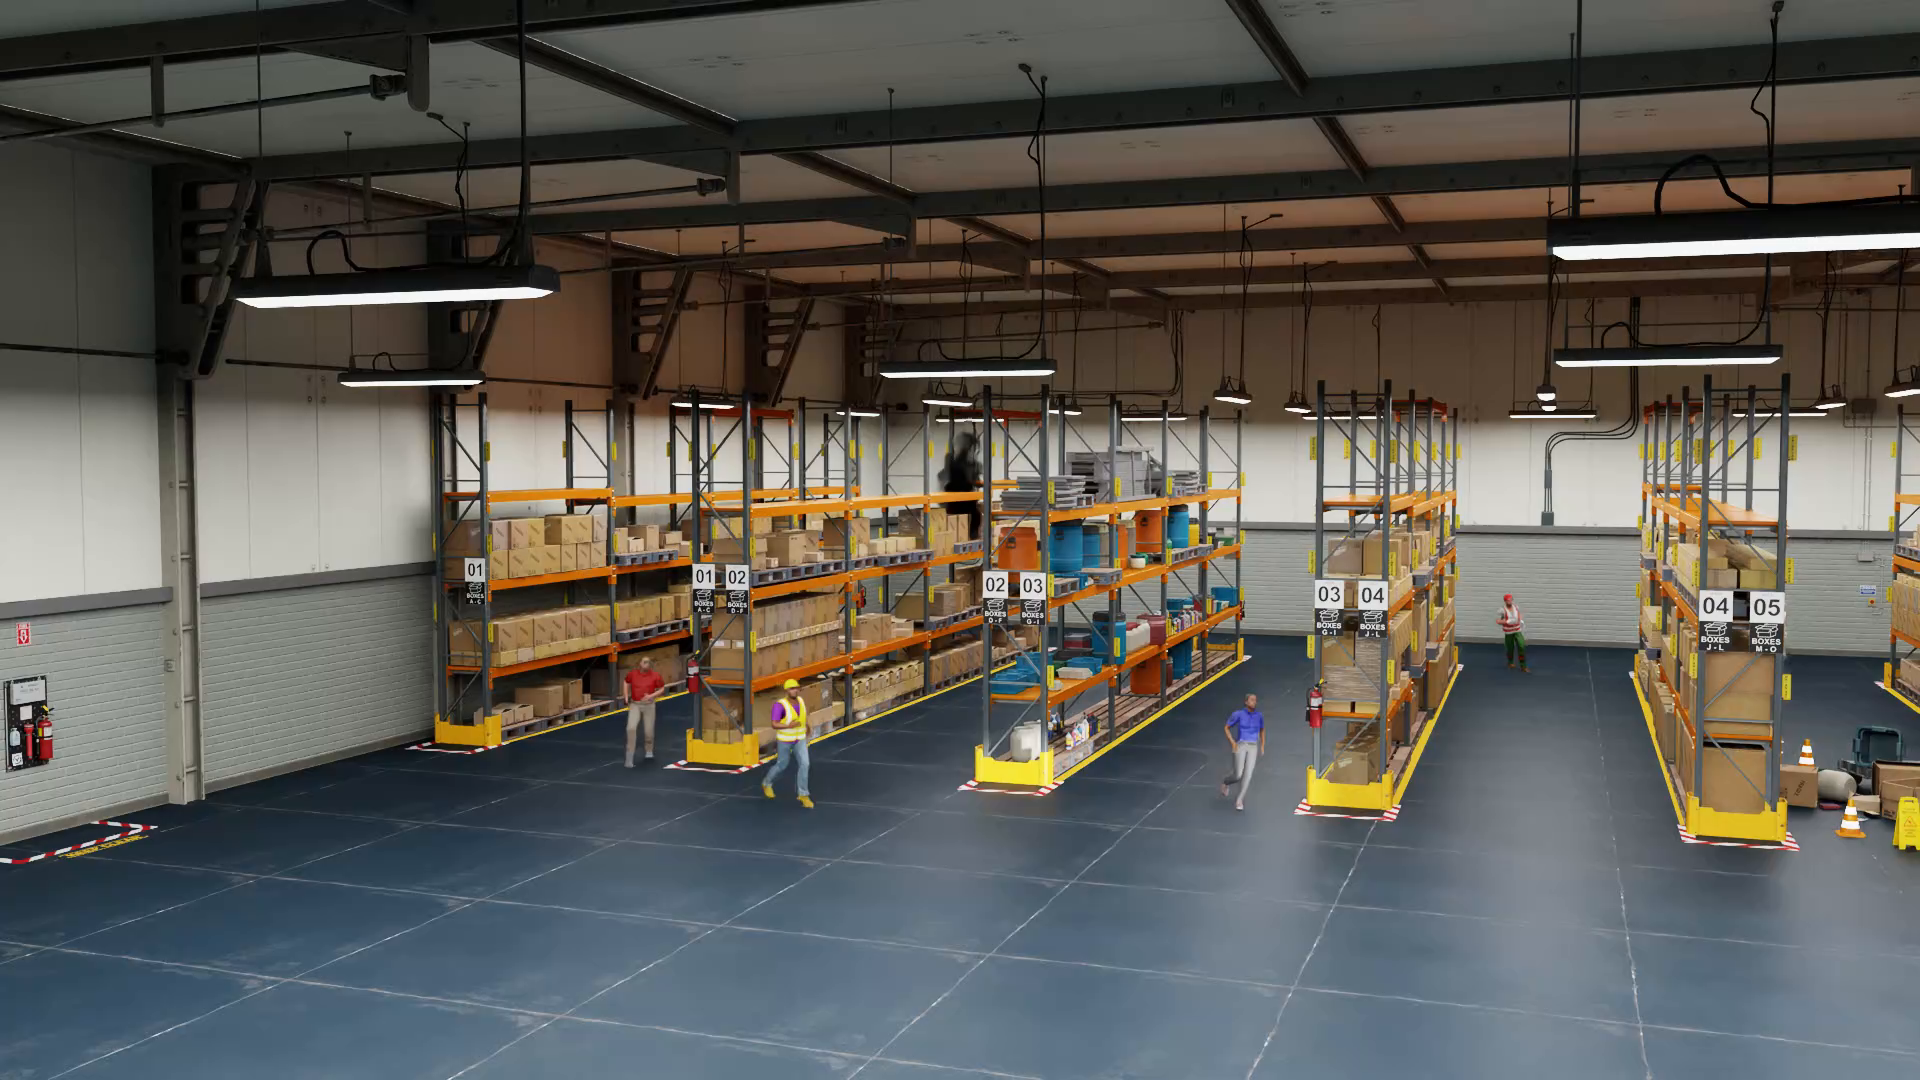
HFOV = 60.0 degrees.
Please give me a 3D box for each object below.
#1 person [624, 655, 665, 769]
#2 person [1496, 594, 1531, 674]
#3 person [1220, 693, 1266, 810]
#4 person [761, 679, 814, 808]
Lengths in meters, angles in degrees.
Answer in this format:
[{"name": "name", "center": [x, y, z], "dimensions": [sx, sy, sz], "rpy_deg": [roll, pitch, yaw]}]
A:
[{"name": "person", "center": [-5.068, 2.735, 26.660], "dimensions": [0.665, 1.773, 0.857], "rpy_deg": [0, 3, -7]}, {"name": "person", "center": [12.479, 2.109, 37.719], "dimensions": [0.717, 1.784, 0.869], "rpy_deg": [0, 3, -3]}, {"name": "person", "center": [4.053, 2.962, 23.488], "dimensions": [0.625, 1.577, 0.679], "rpy_deg": [-1, 3, -12]}, {"name": "person", "center": [-2.422, 2.859, 23.616], "dimensions": [0.712, 1.801, 0.948], "rpy_deg": [-2, 4, -39]}]
